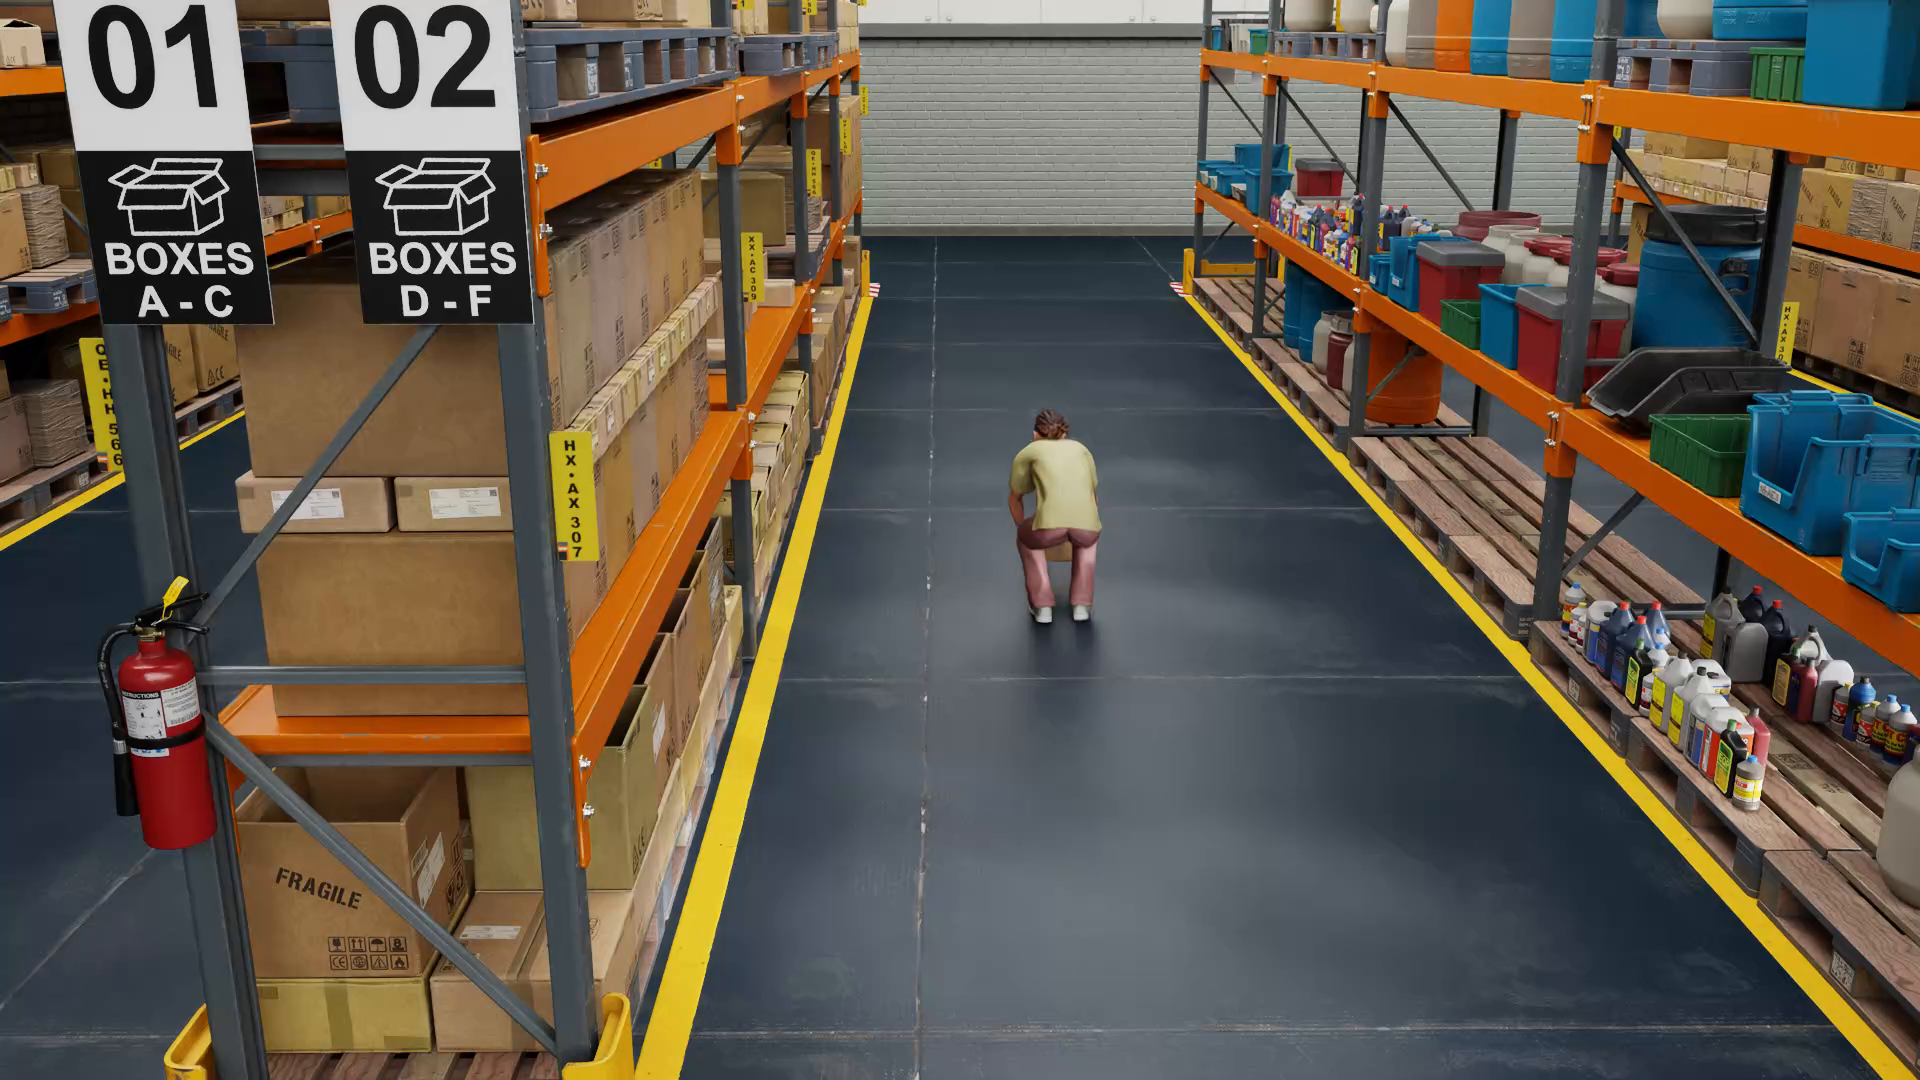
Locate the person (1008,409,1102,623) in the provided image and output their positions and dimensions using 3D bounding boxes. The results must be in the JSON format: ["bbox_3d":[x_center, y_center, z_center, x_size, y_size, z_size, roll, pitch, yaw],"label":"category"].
[{"bbox_3d":[0.513,-0.121,8.971,0.494,1.069,0.758,0,17,-1],"label":"person"}]
